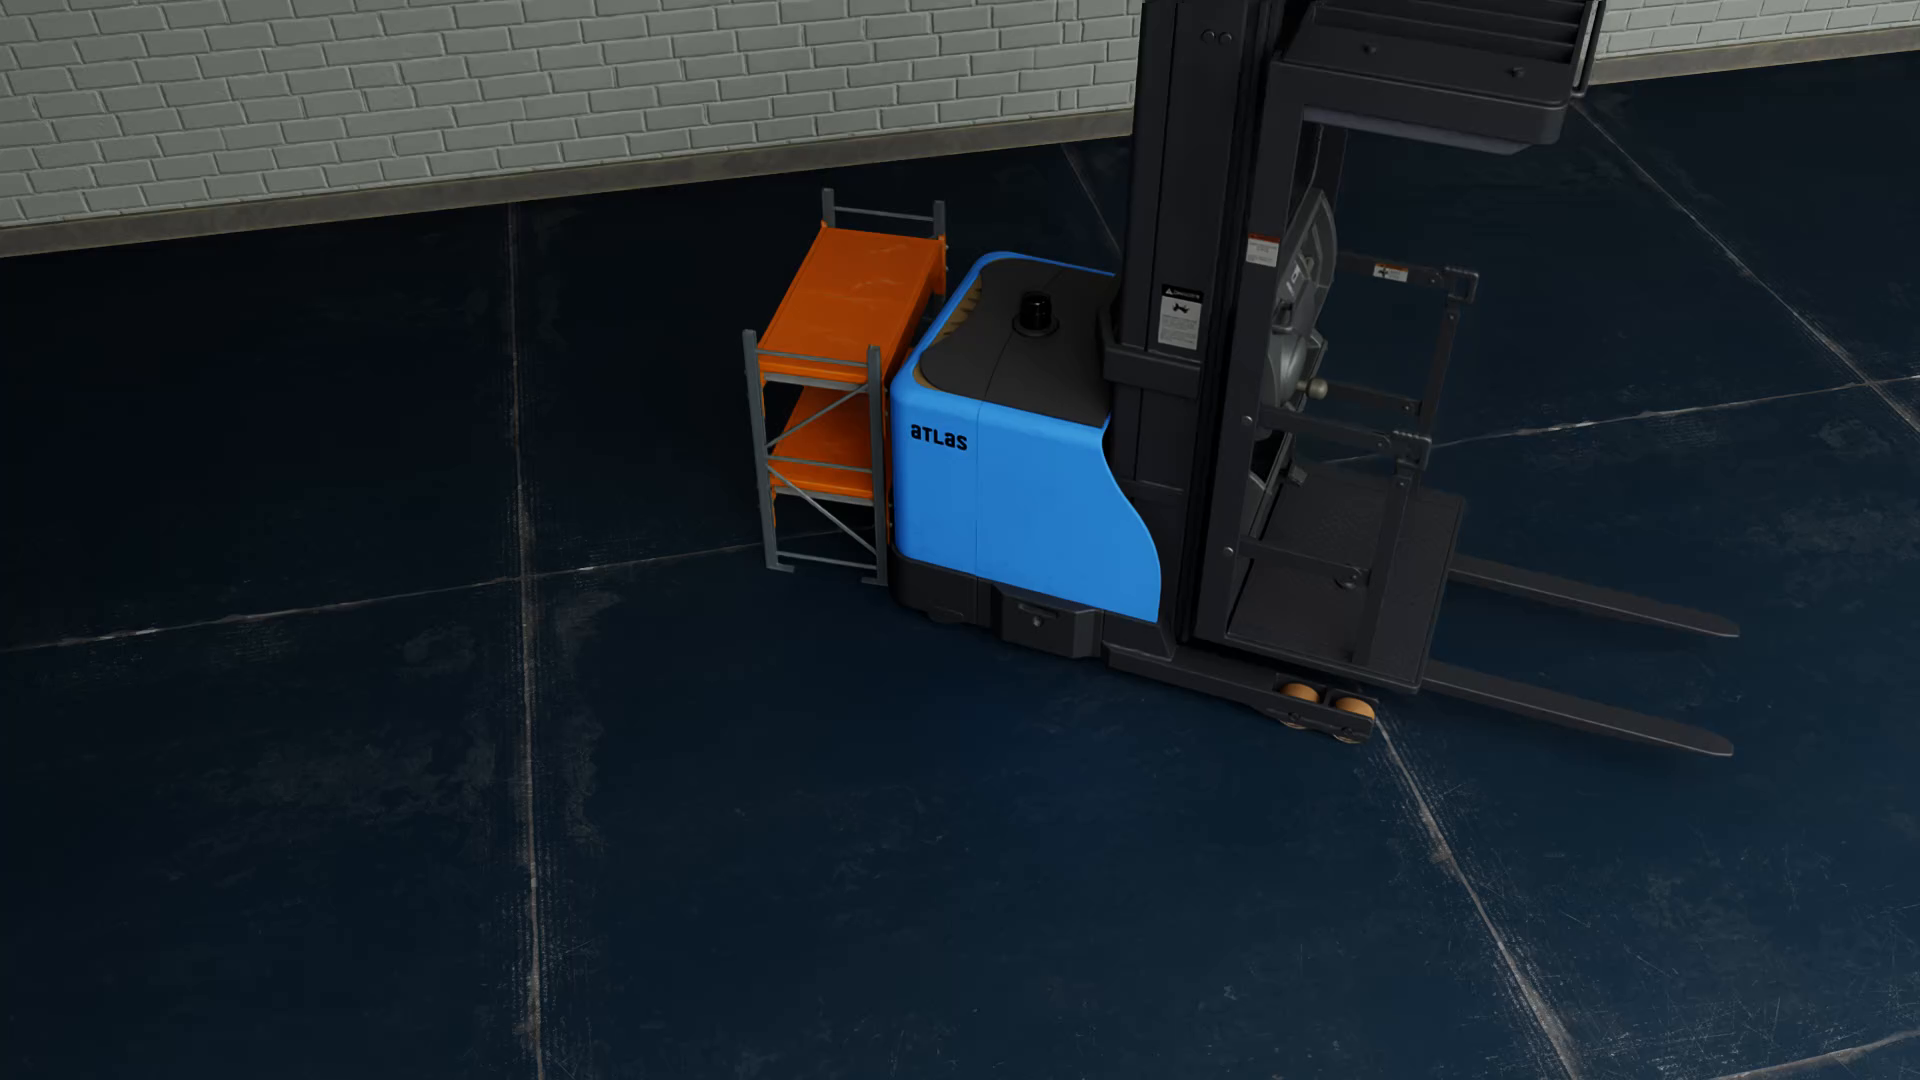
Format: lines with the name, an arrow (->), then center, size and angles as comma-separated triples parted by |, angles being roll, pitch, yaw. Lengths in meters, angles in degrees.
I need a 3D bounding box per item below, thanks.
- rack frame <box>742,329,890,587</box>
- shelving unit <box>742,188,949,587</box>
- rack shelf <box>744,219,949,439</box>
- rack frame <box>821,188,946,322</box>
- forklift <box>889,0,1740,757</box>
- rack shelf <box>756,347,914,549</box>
rack frame -> -0.525, -0.283, 6.221 | 0.500, 1.125, 0.032 | 8, 42, 9
shelving unit -> -0.415, -0.612, 6.592 | 0.538, 1.125, 1.048 | 8, 42, 9
rack shelf -> -0.415, -0.831, 6.398 | 0.538, 0.278, 1.000 | 8, 42, 9
rack frame -> -0.306, -0.942, 6.964 | 0.500, 1.125, 0.032 | 8, 42, 9
forklift -> 1.310, -0.773, 5.413 | 3.031, 2.935, 1.130 | 14, 44, 16
rack shelf -> -0.415, -0.429, 6.755 | 0.538, 0.278, 1.000 | 8, 42, 9
